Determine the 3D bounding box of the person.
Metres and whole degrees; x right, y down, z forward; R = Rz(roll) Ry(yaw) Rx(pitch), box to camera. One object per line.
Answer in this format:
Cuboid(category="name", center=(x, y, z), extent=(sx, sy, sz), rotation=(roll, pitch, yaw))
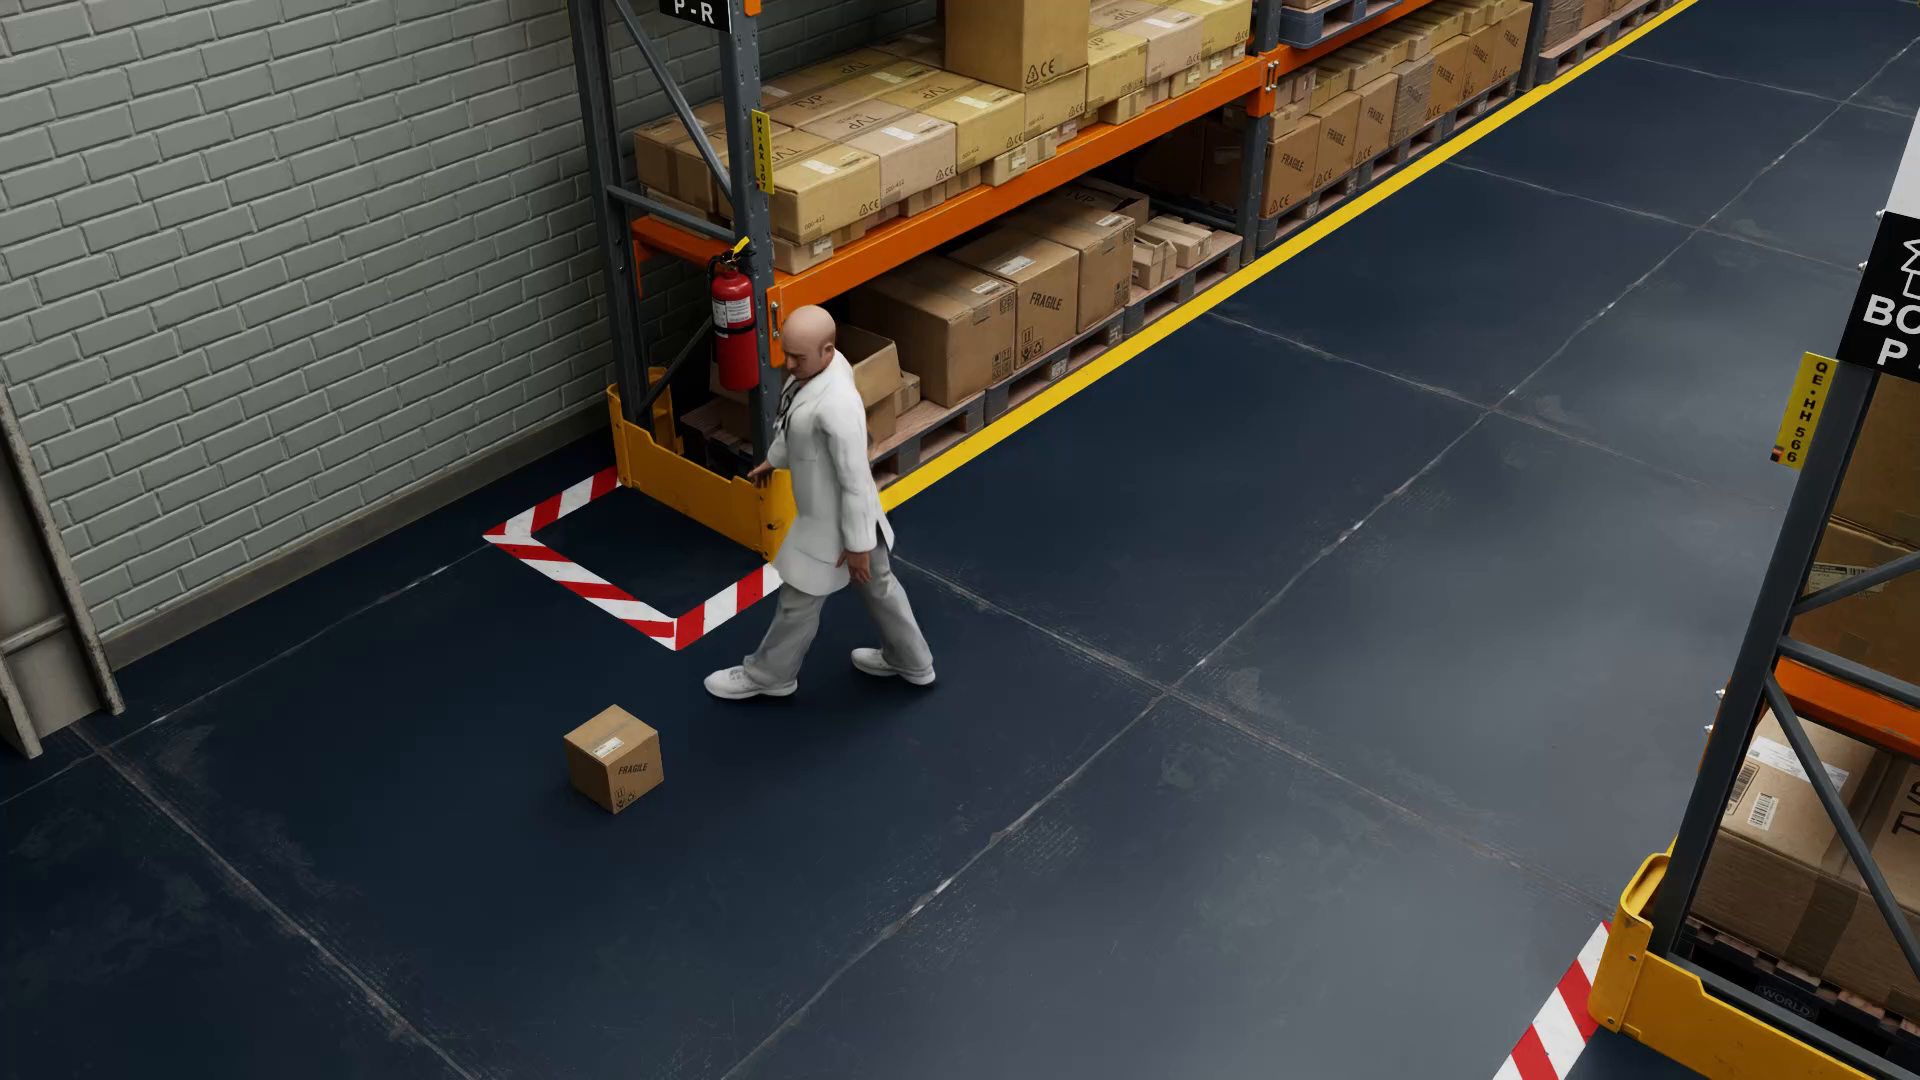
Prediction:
Cuboid(category="person", center=(-0.568, -0.133, 6.321), extent=(0.938, 1.738, 0.700), rotation=(-2, 35, -2))
